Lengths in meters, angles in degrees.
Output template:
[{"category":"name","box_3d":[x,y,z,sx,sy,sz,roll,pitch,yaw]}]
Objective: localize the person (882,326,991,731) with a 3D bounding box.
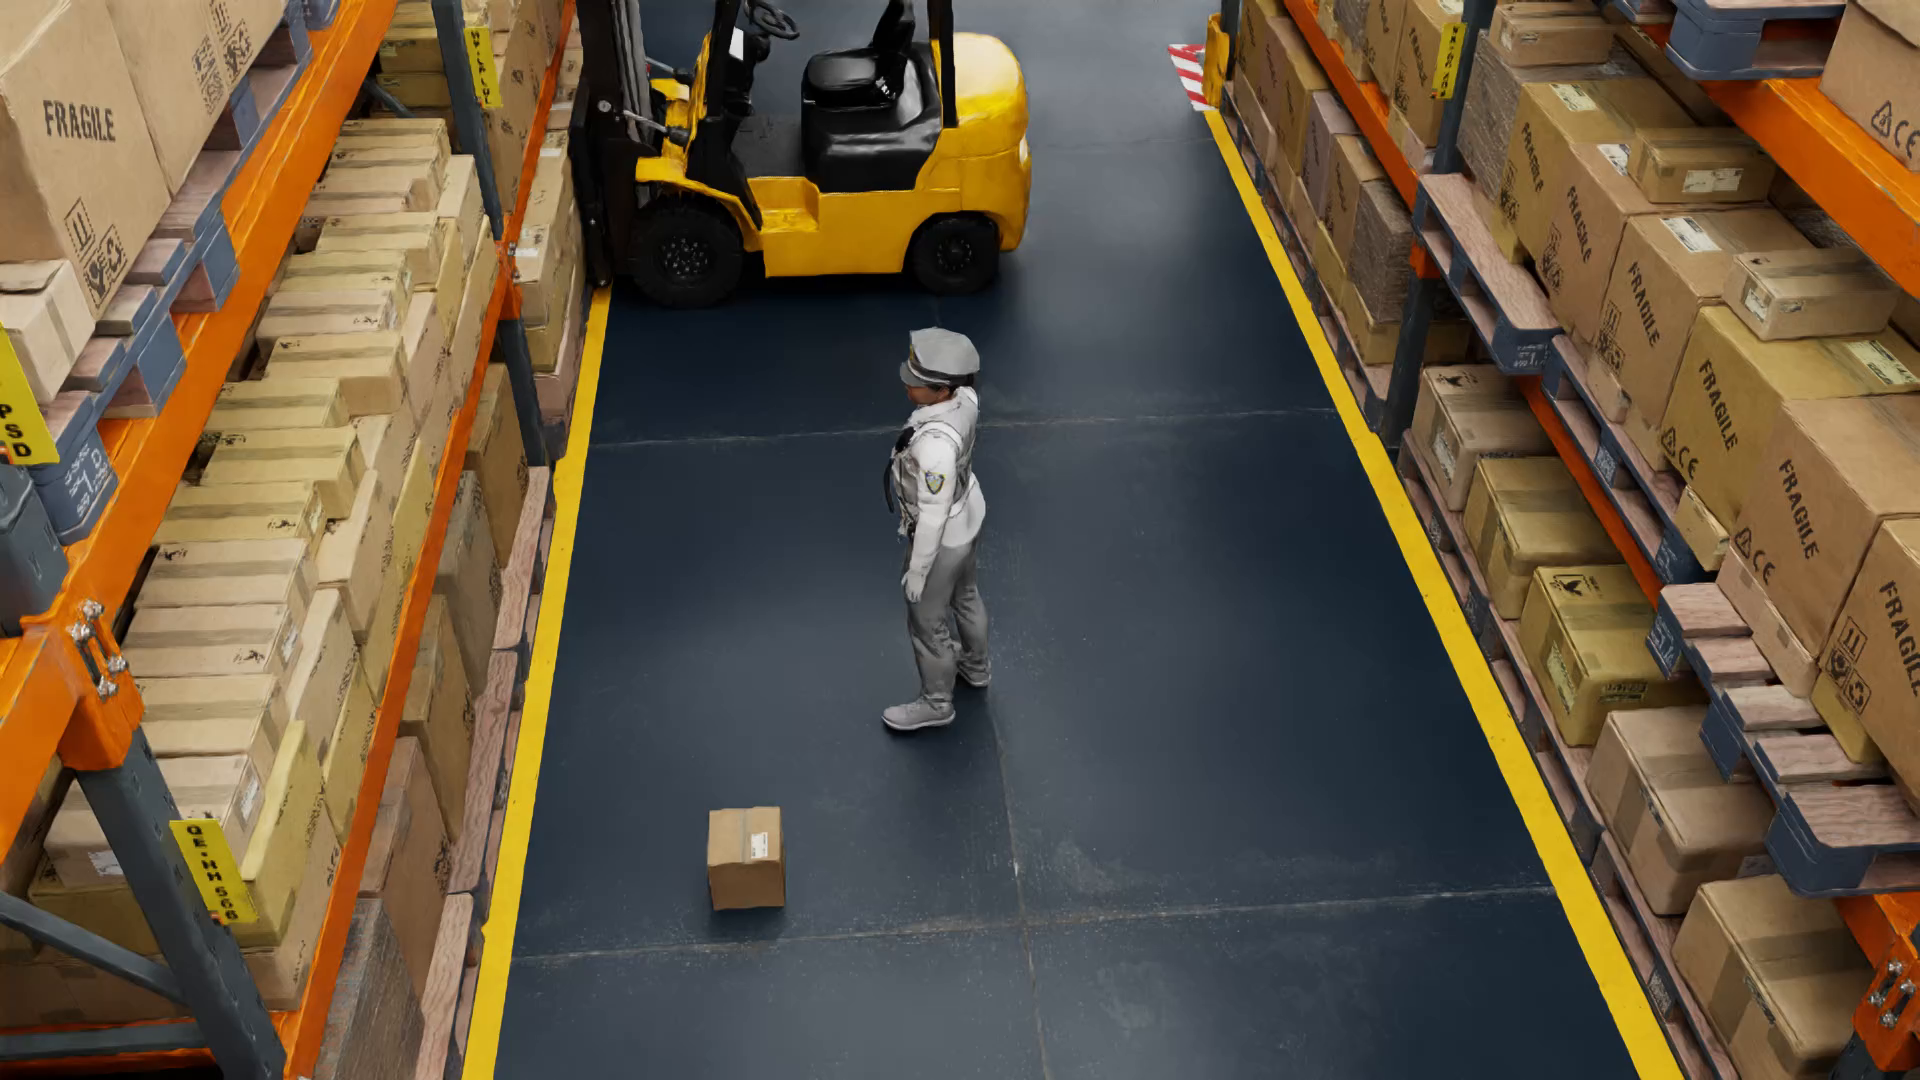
[{"category":"person","box_3d":[-0.081,-0.026,6.142,0.355,1.691,0.561,11,41,13]}]
